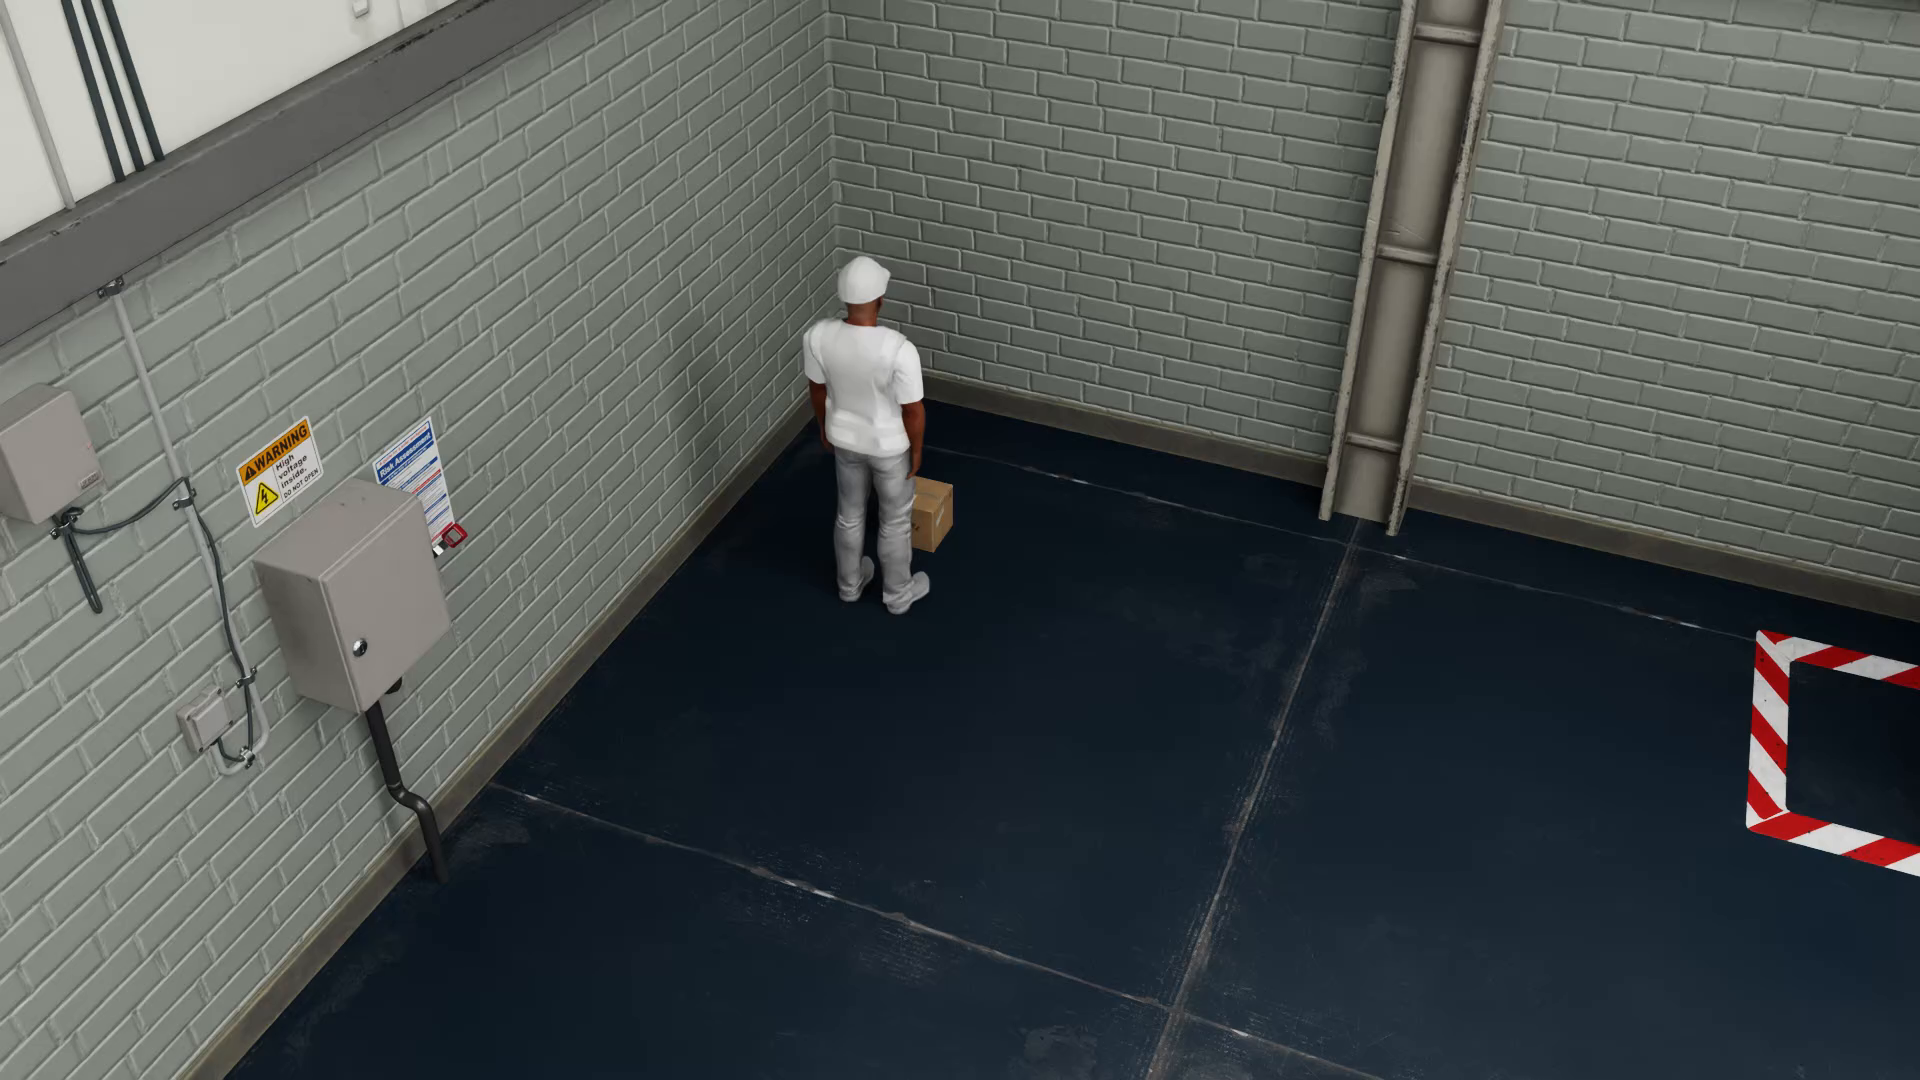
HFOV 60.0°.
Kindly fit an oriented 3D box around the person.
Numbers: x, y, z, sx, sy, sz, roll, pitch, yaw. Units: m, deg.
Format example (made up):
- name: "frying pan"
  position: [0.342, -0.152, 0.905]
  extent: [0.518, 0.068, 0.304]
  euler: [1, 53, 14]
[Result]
- name: "person"
  position: [-0.399, -0.459, 7.402]
  extent: [0.563, 1.764, 0.353]
  euler: [15, 40, 19]
